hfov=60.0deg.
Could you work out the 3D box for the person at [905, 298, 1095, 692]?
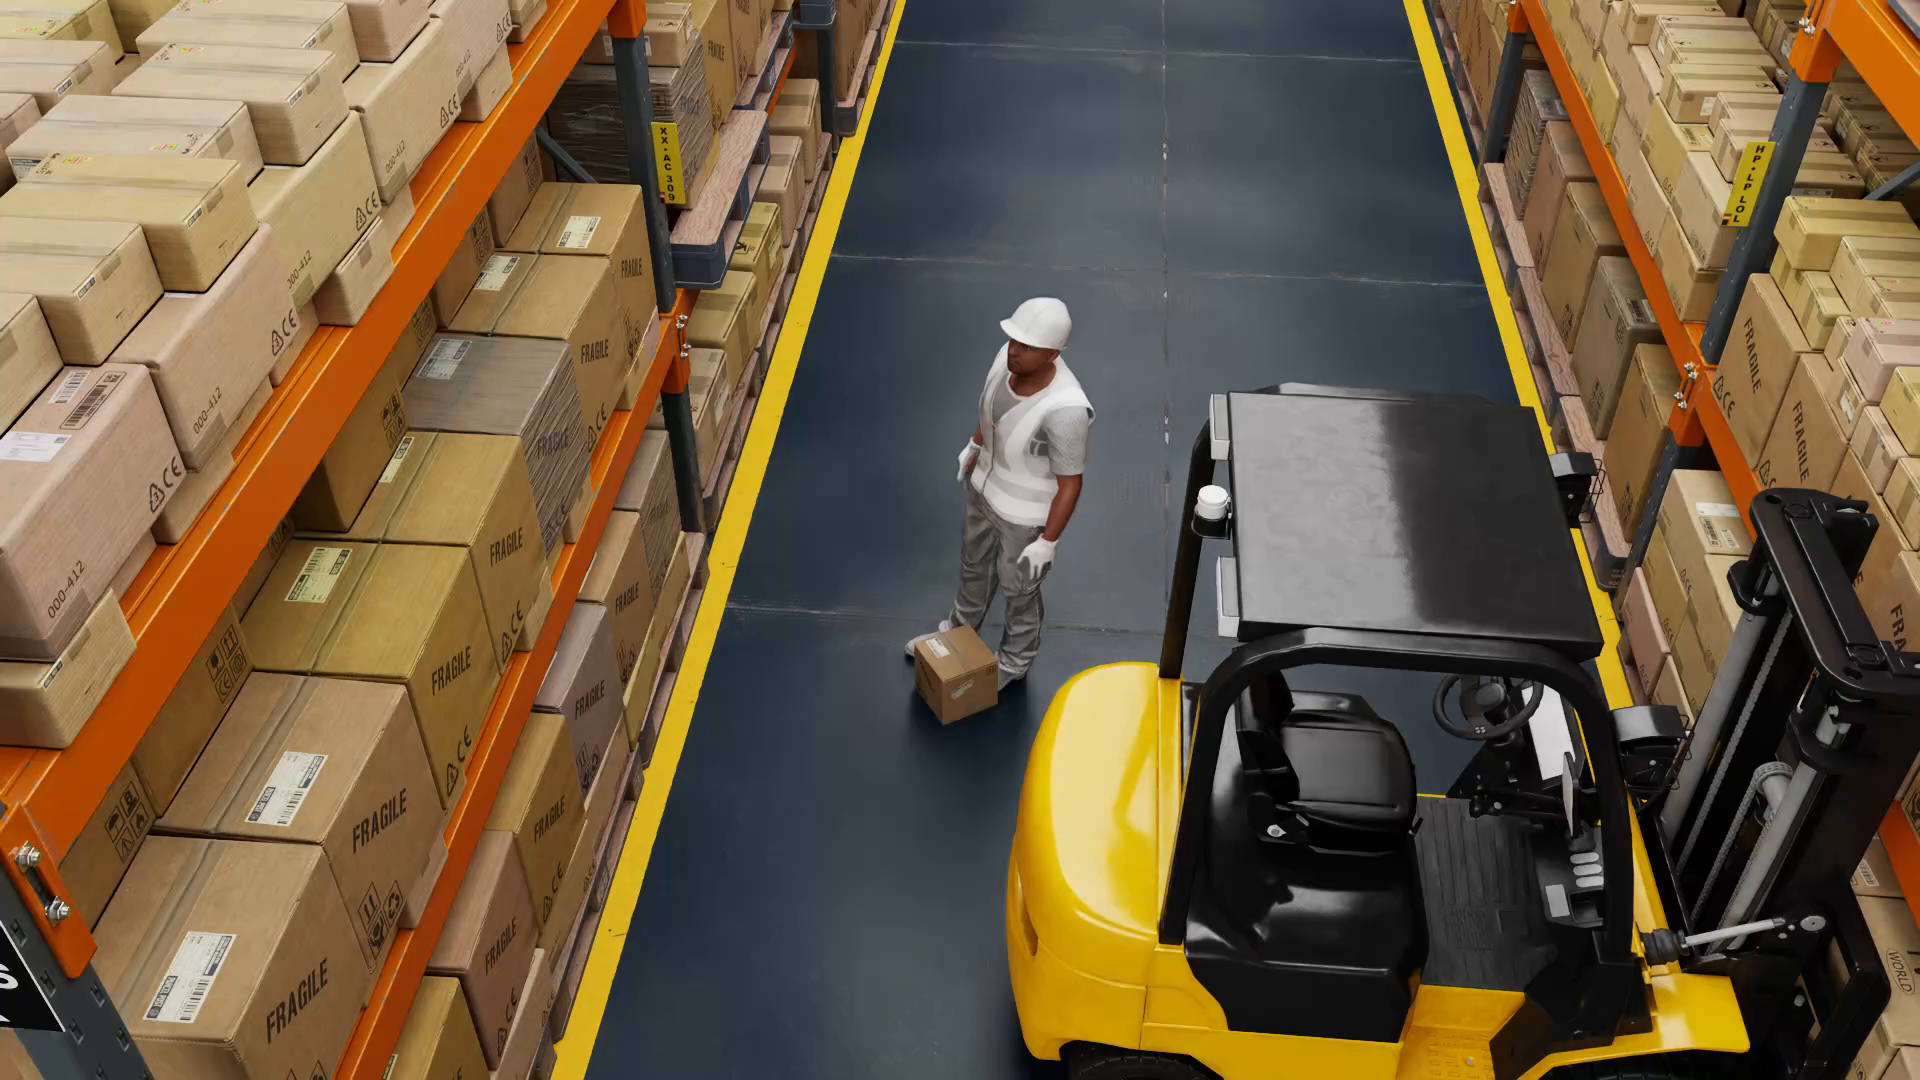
[{"bbox_3d":[0.148,-0.129,6.286,0.577,1.777,0.653,-18,43,-20],"label":"person"}]
